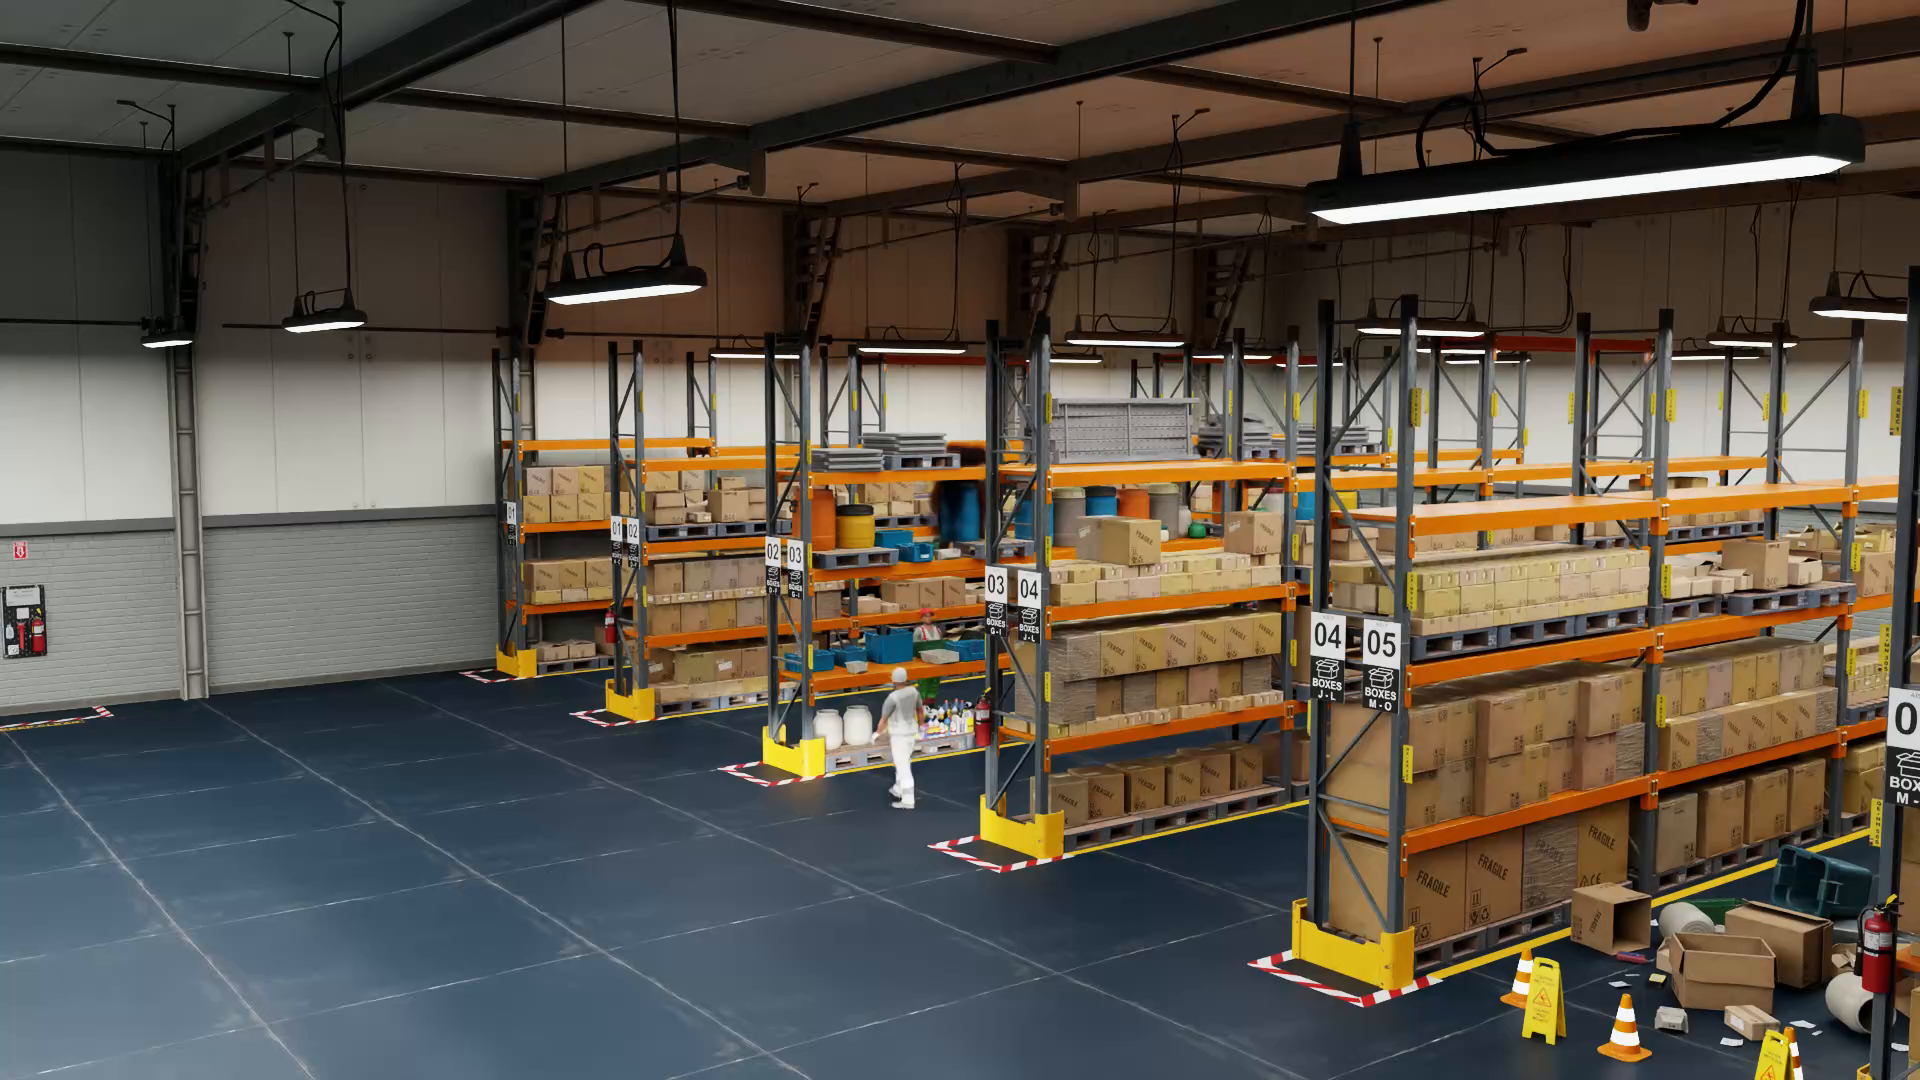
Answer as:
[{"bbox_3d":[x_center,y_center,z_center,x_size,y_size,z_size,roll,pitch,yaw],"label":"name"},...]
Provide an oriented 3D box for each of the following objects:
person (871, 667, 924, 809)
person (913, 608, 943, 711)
[{"bbox_3d":[-0.785,2.443,20.935,0.736,1.757,0.689,4,6,35],"label":"person"},{"bbox_3d":[-0.462,1.973,26.210,0.628,1.791,0.457,-4,7,-40],"label":"person"}]
